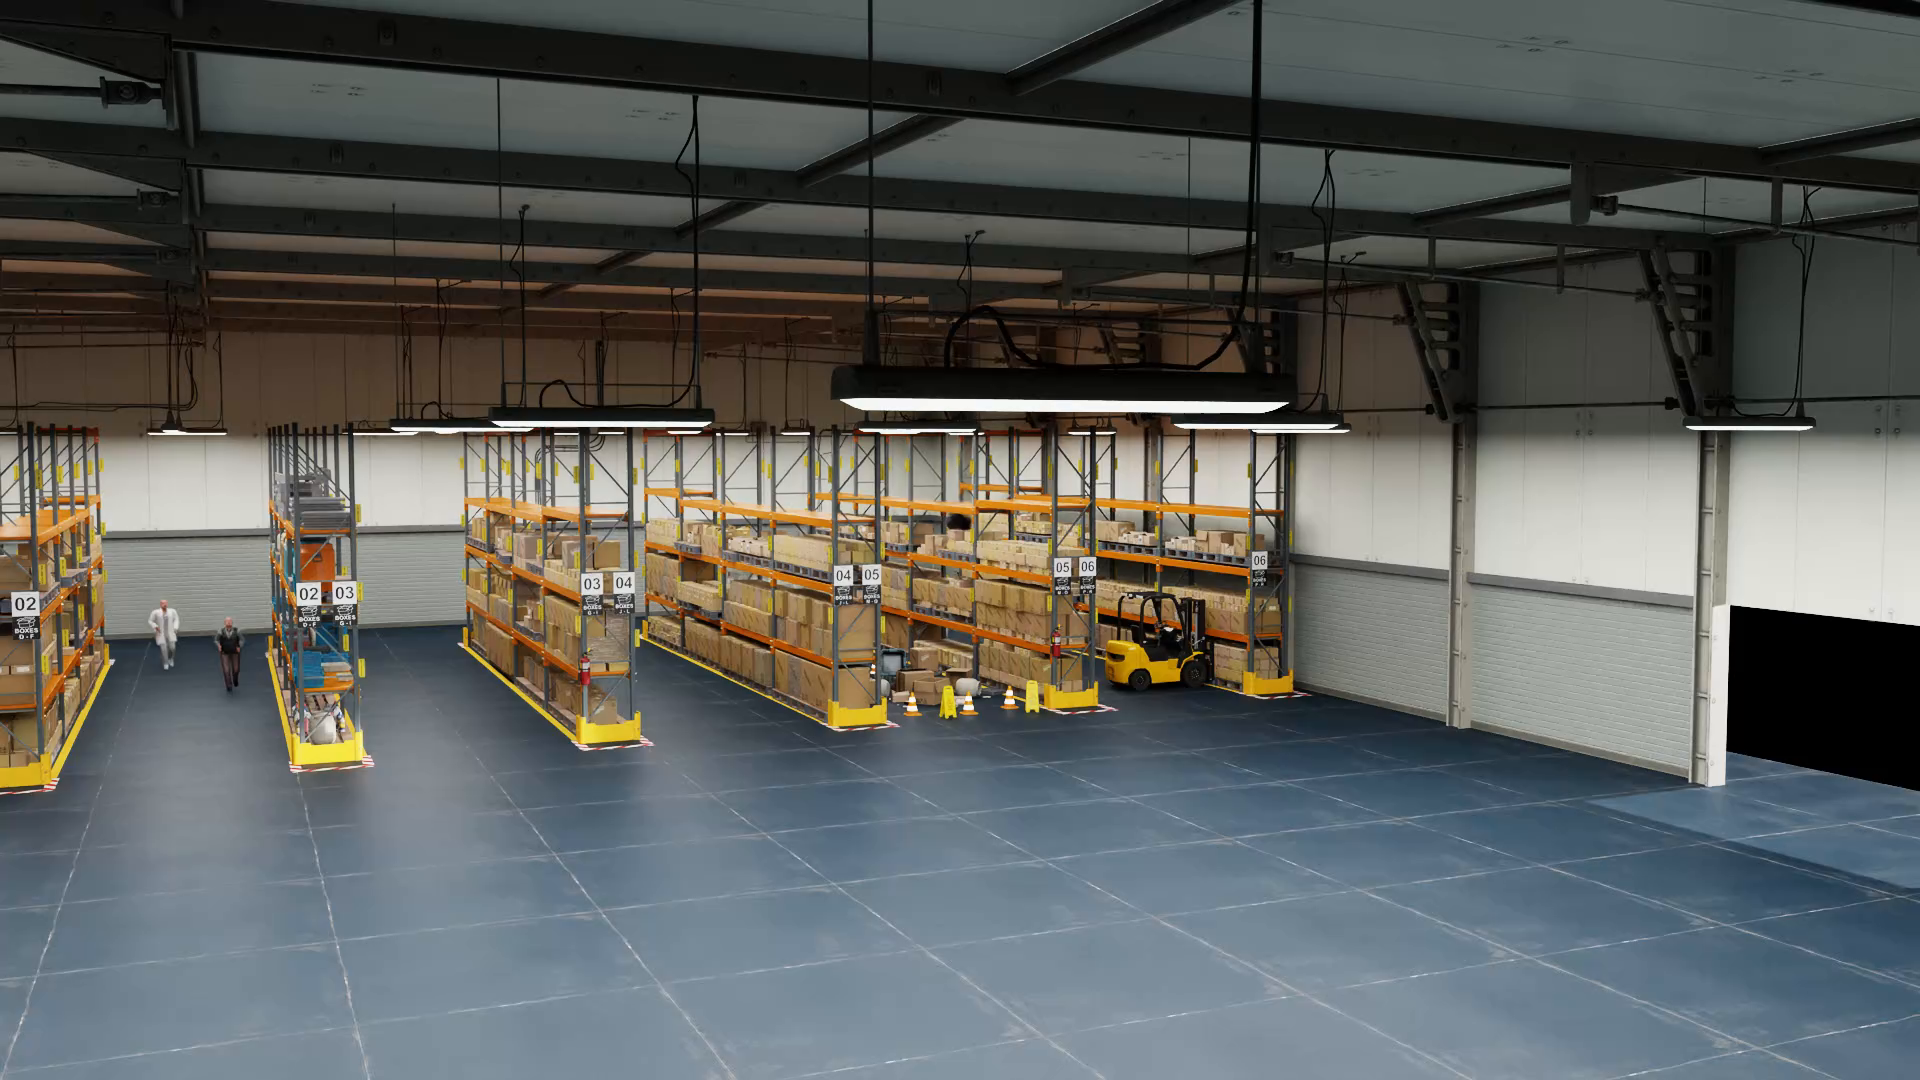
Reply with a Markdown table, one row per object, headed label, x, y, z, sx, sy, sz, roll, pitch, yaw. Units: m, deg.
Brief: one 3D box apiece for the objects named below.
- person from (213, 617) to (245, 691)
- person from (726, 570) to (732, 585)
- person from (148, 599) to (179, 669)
| label | x | y | z | sx | sy | sz | roll | pitch | yaw |
| --- | --- | --- | --- | --- | --- | --- | --- | --- | --- |
| person | -16.545 | 2.585 | 37.664 | 0.656 | 1.671 | 0.606 | -2 | 4 | -24 |
| person | -6.959 | 1.807 | 50.025 | 0.796 | 1.859 | 0.625 | -1 | 4 | -21 |
| person | -19.701 | 2.336 | 41.189 | 0.718 | 1.743 | 0.634 | -2 | 4 | -34 |
